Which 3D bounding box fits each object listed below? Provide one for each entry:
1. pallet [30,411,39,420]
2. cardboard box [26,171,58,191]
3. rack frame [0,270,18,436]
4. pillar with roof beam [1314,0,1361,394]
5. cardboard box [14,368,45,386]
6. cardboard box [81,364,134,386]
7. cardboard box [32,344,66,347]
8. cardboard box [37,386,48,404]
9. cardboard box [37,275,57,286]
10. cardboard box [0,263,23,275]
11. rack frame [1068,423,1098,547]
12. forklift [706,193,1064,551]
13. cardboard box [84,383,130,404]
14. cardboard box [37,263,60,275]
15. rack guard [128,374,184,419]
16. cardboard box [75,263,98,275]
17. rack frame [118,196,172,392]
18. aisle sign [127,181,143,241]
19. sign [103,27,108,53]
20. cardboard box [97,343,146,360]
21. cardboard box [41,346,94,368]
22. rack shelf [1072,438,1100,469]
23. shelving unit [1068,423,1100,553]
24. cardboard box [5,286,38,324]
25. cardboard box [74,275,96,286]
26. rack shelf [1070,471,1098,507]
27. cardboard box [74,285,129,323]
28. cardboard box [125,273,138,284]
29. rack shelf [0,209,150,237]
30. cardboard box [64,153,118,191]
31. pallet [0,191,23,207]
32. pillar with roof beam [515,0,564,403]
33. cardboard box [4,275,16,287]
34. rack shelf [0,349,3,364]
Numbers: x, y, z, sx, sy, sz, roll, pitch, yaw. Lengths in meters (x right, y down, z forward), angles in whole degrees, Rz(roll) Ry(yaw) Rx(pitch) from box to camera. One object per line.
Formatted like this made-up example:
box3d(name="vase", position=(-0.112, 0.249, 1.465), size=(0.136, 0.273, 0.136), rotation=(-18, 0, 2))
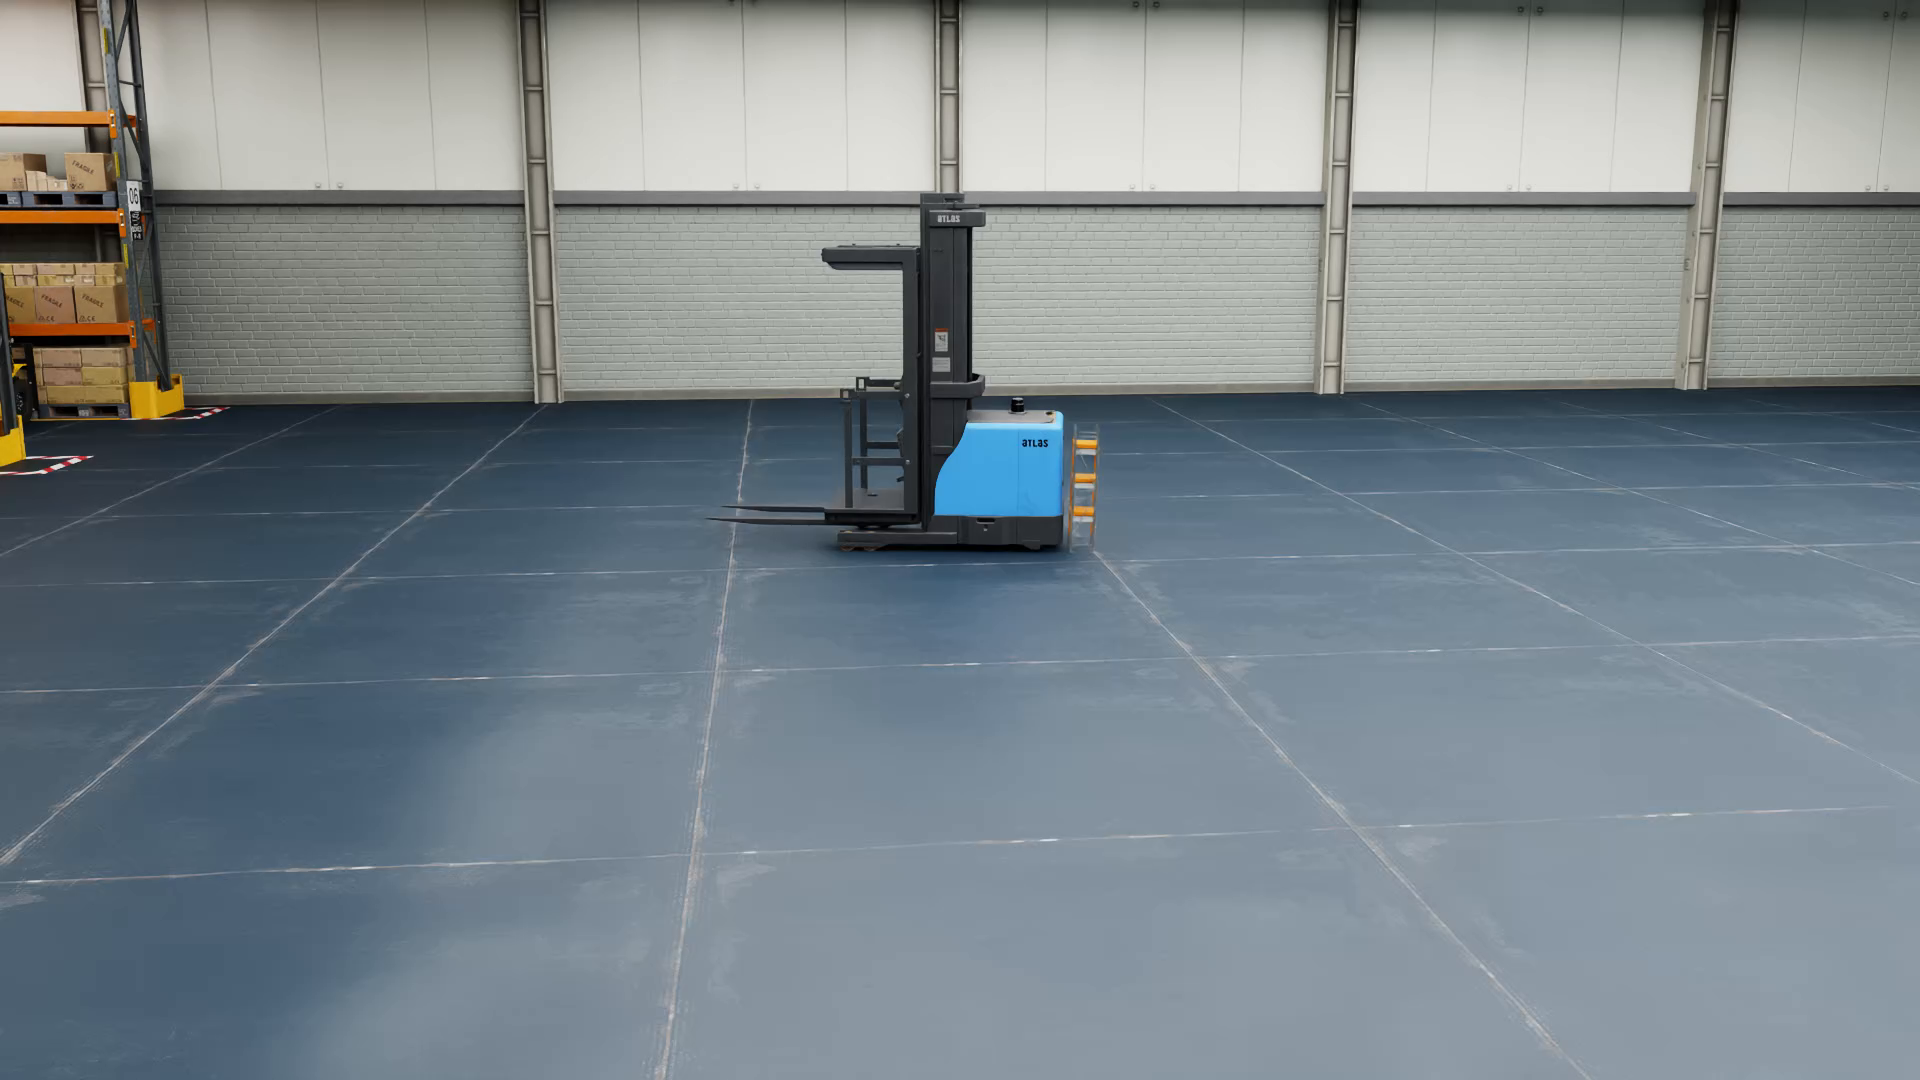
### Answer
box3d(name="pallet", position=(-13.280, -1.836, 23.159), size=(1.213, 0.211, 1.003), rotation=(-1, 11, -6))
box3d(name="cardboard box", position=(-12.357, -4.833, 22.400), size=(0.258, 0.266, 0.396), rotation=(-1, 11, -6))
box3d(name="rack frame", position=(-10.774, -2.301, 18.296), size=(0.127, 3.000, 1.000), rotation=(-1, 11, -6))
box3d(name="pillar with roof beam", position=(6.256, -5.904, 21.072), size=(0.400, 9.000, 9.100), rotation=(-1, 11, -6))
box3d(name="cardboard box", position=(-12.775, -2.262, 22.840), size=(0.500, 0.250, 0.500), rotation=(-1, 11, -7))
box3d(name="cardboard box", position=(-11.764, -2.285, 22.958), size=(0.500, 0.250, 0.500), rotation=(-1, 11, -7))
box3d(name="cardboard box", position=(-12.807, -2.607, 23.301), size=(0.500, 0.250, 0.500), rotation=(-1, 11, -6))
box3d(name="cardboard box", position=(-12.741, -2.022, 22.917), size=(0.500, 0.250, 0.500), rotation=(-1, 11, -5))
box3d(name="cardboard box", position=(-12.391, -3.552, 22.717), size=(0.250, 0.149, 0.380), rotation=(-1, 11, -6))
box3d(name="cardboard box", position=(-12.905, -3.672, 22.560), size=(0.250, 0.149, 0.380), rotation=(-1, 11, -5))
box3d(name="rack frame", position=(1.032, -0.457, 13.934), size=(0.200, 1.050, 0.008), rotation=(2, 12, 1))
box3d(name="forklift", position=(-0.626, -1.447, 14.129), size=(3.031, 2.935, 1.130), rotation=(1, 11, 4))
box3d(name="cardboard box", position=(-11.747, -2.039, 23.005), size=(0.500, 0.250, 0.500), rotation=(-1, 11, -6))
box3d(name="cardboard box", position=(-12.402, -3.706, 22.729), size=(0.250, 0.149, 0.380), rotation=(-1, 11, -6))
box3d(name="rack guard", position=(-11.290, -2.027, 23.382), size=(0.348, 0.500, 1.175), rotation=(-1, 11, -6))
box3d(name="cardboard box", position=(-11.889, -3.707, 22.737), size=(0.250, 0.149, 0.380), rotation=(-1, 11, -6))
box3d(name="rack frame", position=(-11.314, -3.253, 23.138), size=(0.127, 3.000, 1.000), rotation=(-1, 11, -6))
box3d(name="aisle sign", position=(-11.217, -4.473, 22.608), size=(0.004, 0.787, 0.394), rotation=(-1, 11, -6))
box3d(name="sign", position=(-11.269, -6.589, 21.931), size=(0.005, 0.325, 0.100), rotation=(-1, 11, -6))
box3d(name="cardboard box", position=(-11.812, -2.627, 23.400), size=(0.500, 0.250, 0.500), rotation=(-1, 11, -7))
box3d(name="cardboard box", position=(-12.245, -2.519, 22.853), size=(0.500, 0.250, 0.500), rotation=(-1, 11, -5))
box3d(name="rack shelf", position=(1.037, -0.699, 13.758), size=(0.215, 0.259, 0.240), rotation=(2, 12, 1))
box3d(name="shelving unit", position=(1.029, -0.432, 13.815), size=(0.215, 1.050, 0.252), rotation=(2, 12, 1))
box3d(name="cardboard box", position=(-12.801, -3.221, 22.719), size=(0.500, 0.500, 0.500), rotation=(-1, 11, -7))
box3d(name="cardboard box", position=(-11.879, -3.548, 22.699), size=(0.250, 0.149, 0.380), rotation=(-1, 11, -5))
box3d(name="rack shelf", position=(1.028, -0.421, 13.817), size=(0.215, 0.259, 0.240), rotation=(2, 12, 1))
box3d(name="cardboard box", position=(-11.775, -3.241, 22.820), size=(0.500, 0.500, 0.500), rotation=(-1, 11, -7))
box3d(name="cardboard box", position=(-11.679, -3.663, 23.283), size=(0.250, 0.149, 0.380), rotation=(-1, 11, -8))
box3d(name="rack shelf", position=(-13.302, -4.330, 22.706), size=(4.000, 0.370, 1.077), rotation=(-1, 11, -6))
box3d(name="cardboard box", position=(-11.728, -4.973, 22.504), size=(0.500, 0.500, 0.500), rotation=(-1, 11, -4))
box3d(name="pallet", position=(-13.235, -4.645, 22.675), size=(1.213, 0.211, 1.003), rotation=(-1, 11, -6))
box3d(name="pillar with roof beam", position=(-5.674, -5.654, 19.801), size=(0.400, 9.000, 9.100), rotation=(-1, 11, -6))
box3d(name="cardboard box", position=(-12.901, -3.528, 22.596), size=(0.250, 0.149, 0.380), rotation=(-1, 11, -6))
box3d(name="rack shelf", position=(-12.762, -1.906, 18.154), size=(4.000, 0.370, 1.077), rotation=(-1, 11, -6))
